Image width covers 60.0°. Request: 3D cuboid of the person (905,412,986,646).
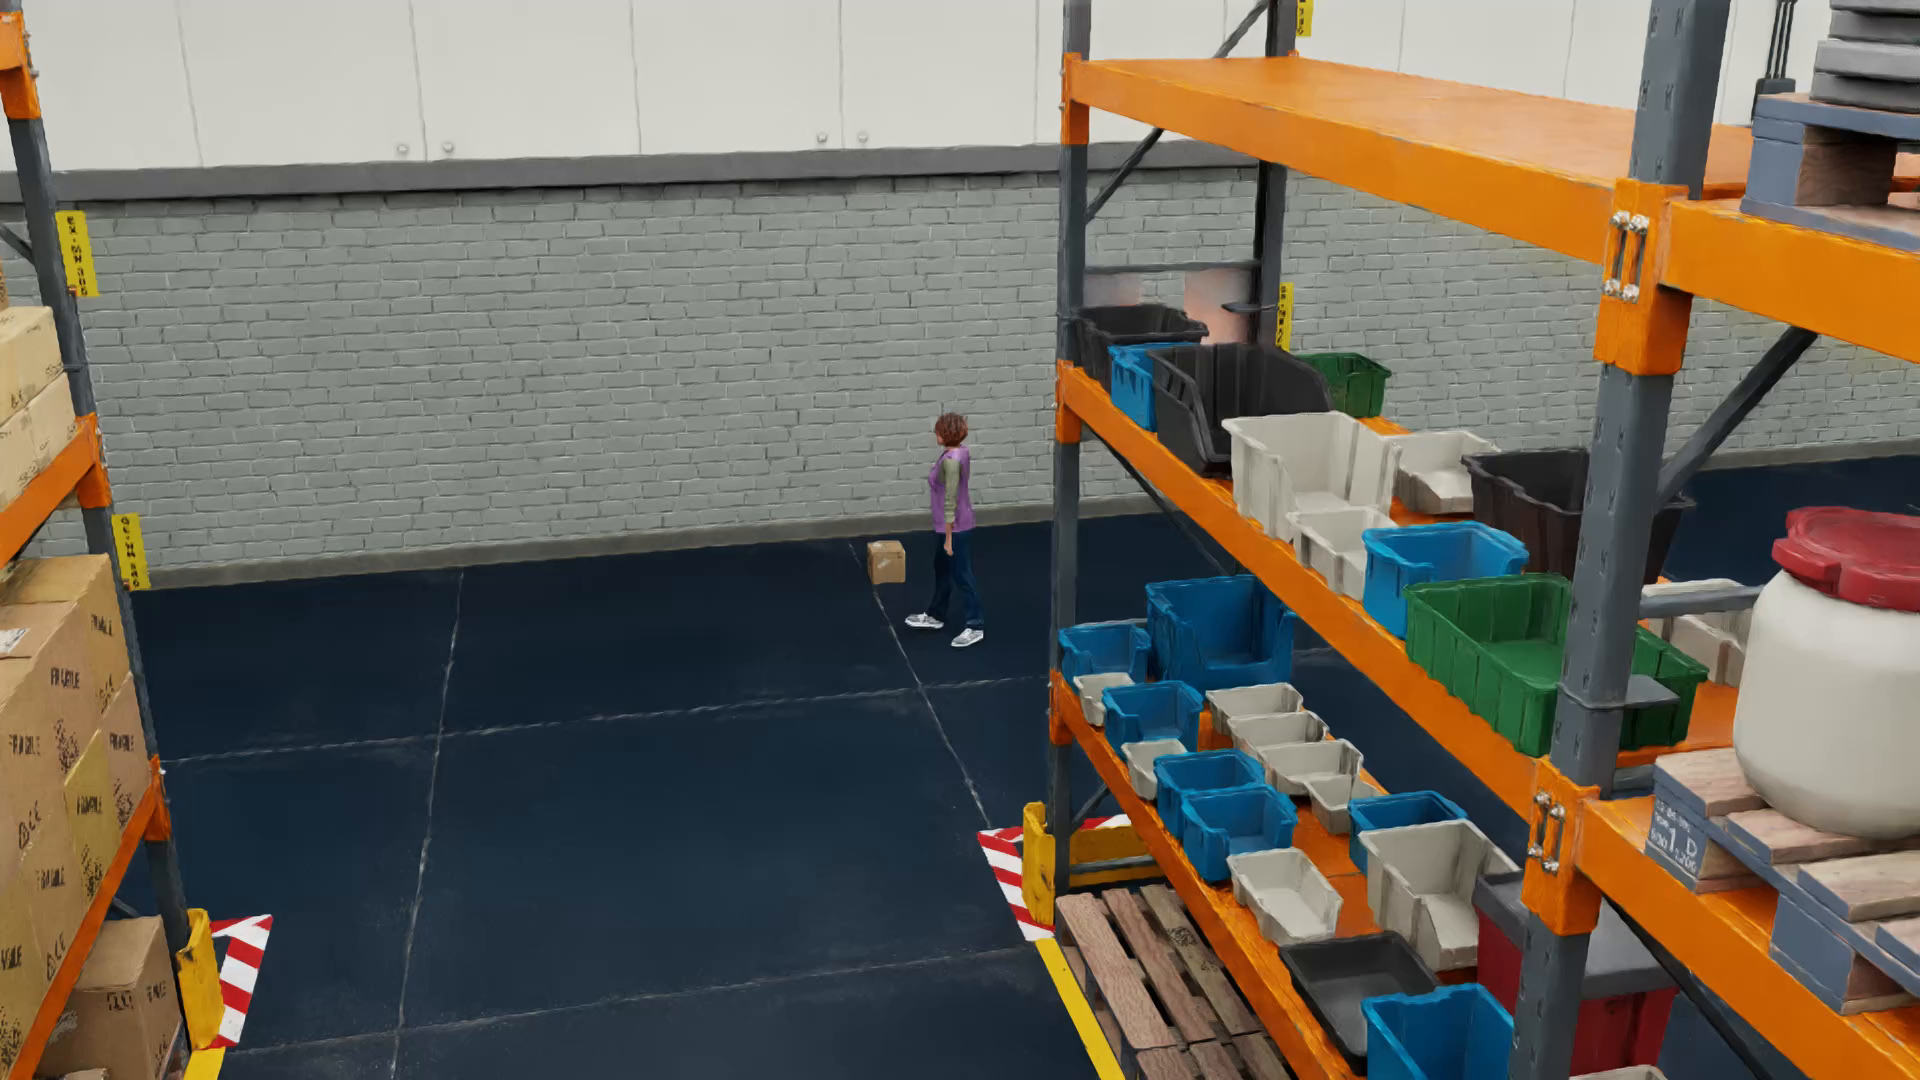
[{"bbox_3d":[-0.103,-0.105,11.320,0.572,1.591,0.604,1,20,3],"label":"person"}]
